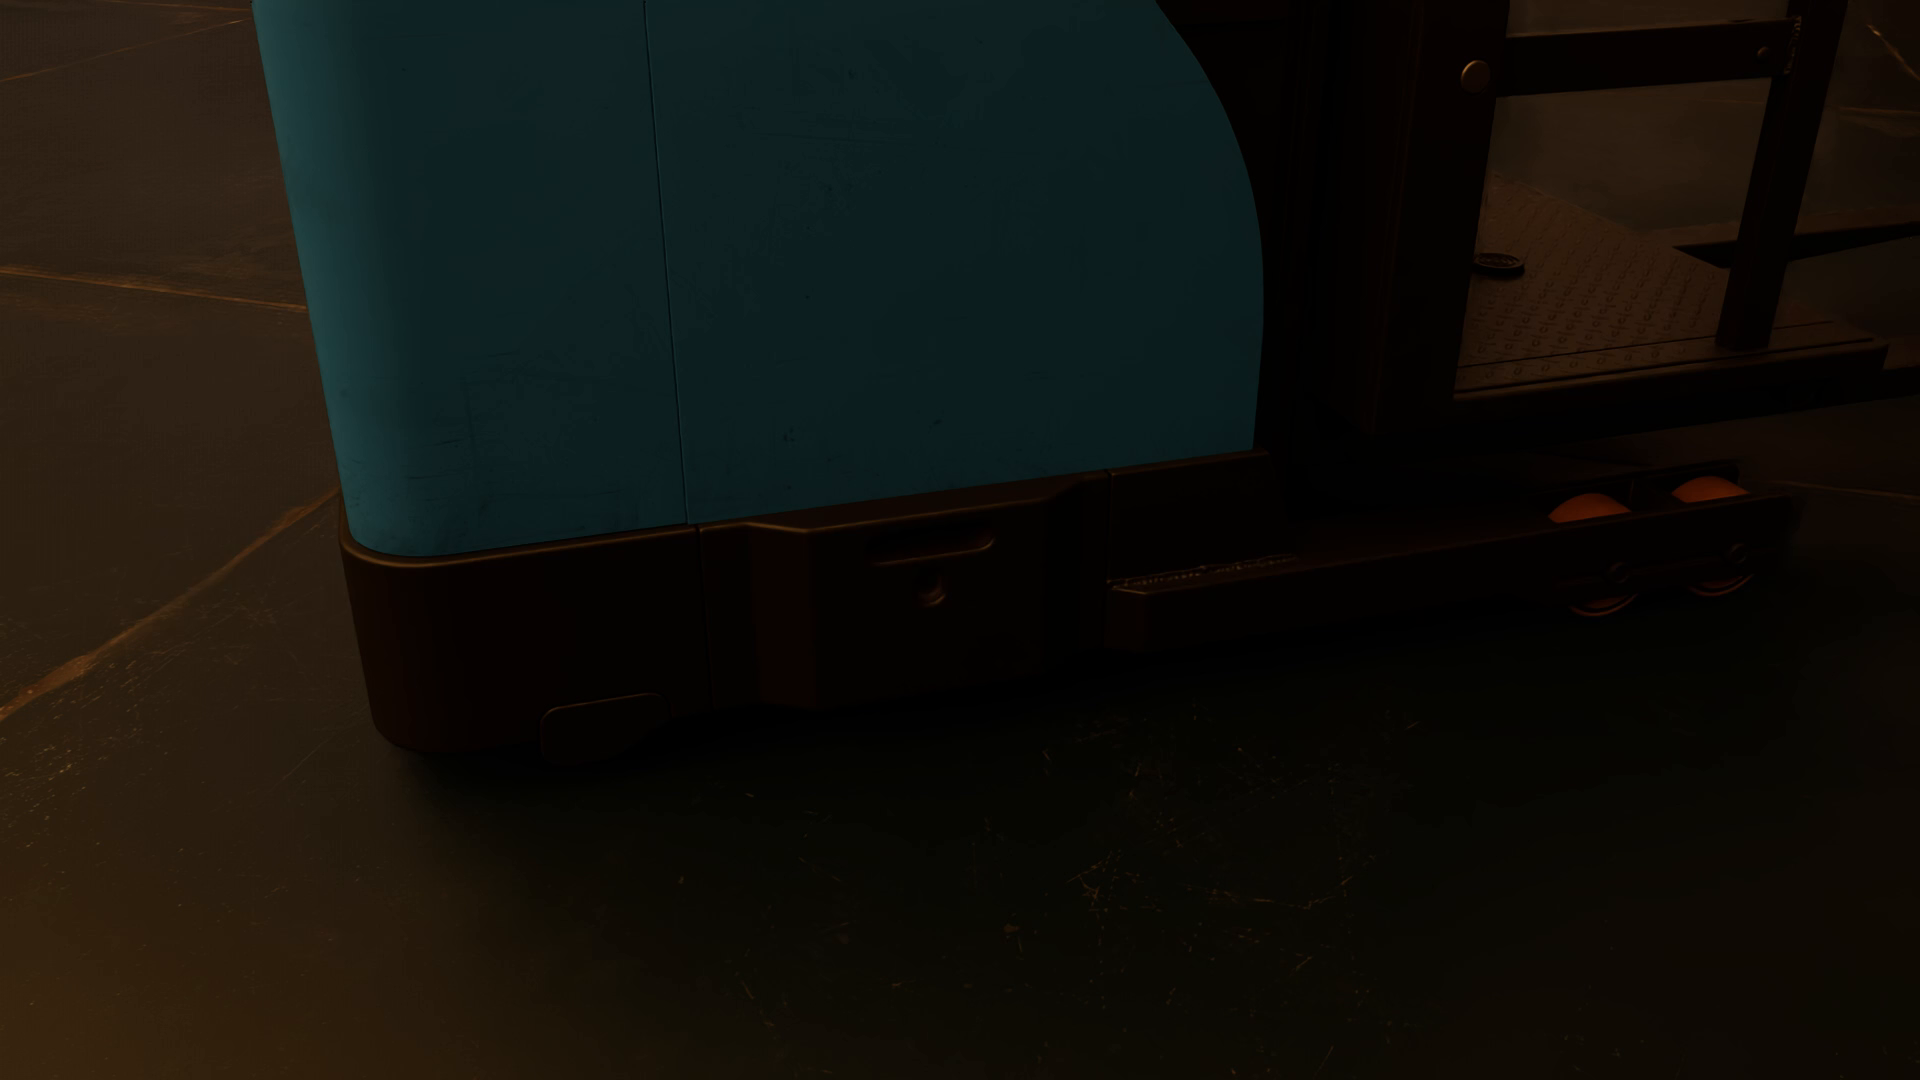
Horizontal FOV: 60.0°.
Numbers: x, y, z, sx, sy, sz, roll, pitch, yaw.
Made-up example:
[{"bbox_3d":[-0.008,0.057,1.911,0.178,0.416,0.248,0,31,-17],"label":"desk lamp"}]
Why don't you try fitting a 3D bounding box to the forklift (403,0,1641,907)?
[{"bbox_3d":[-0.048,-1.581,2.374,1.130,2.935,3.031,-2,27,-4],"label":"forklift"}]
